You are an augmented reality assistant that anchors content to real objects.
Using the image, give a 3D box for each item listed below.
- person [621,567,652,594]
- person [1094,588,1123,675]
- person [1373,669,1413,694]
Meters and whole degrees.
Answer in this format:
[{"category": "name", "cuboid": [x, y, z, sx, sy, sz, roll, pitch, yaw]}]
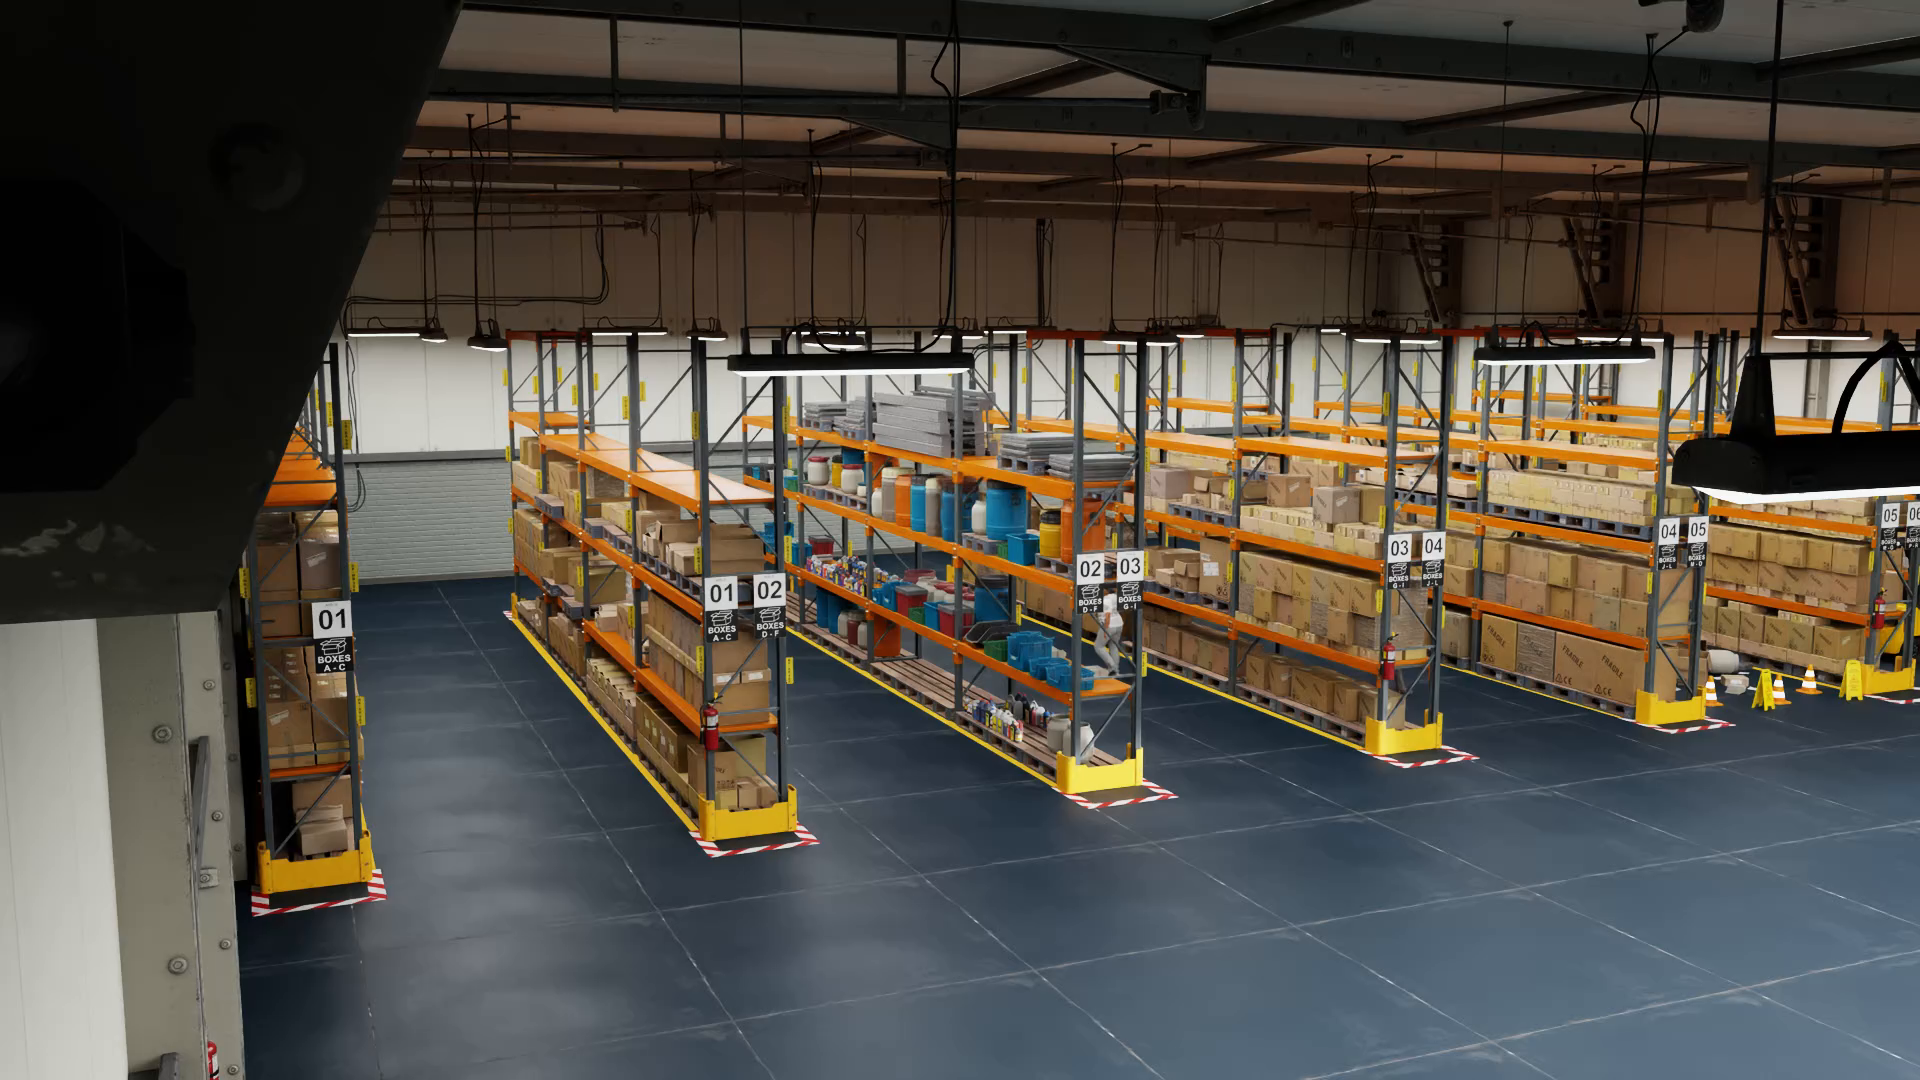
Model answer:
[{"category": "person", "cuboid": [-6.465, 0.934, 33.190, 0.617, 1.715, 1.054, -4, 9, -27]}, {"category": "person", "cuboid": [2.630, 1.550, 29.161, 0.427, 1.663, 0.529, 5, 9, 34]}, {"category": "person", "cuboid": [7.284, 1.751, 28.031, 0.432, 1.543, 1.058, -4, 9, -29]}]
